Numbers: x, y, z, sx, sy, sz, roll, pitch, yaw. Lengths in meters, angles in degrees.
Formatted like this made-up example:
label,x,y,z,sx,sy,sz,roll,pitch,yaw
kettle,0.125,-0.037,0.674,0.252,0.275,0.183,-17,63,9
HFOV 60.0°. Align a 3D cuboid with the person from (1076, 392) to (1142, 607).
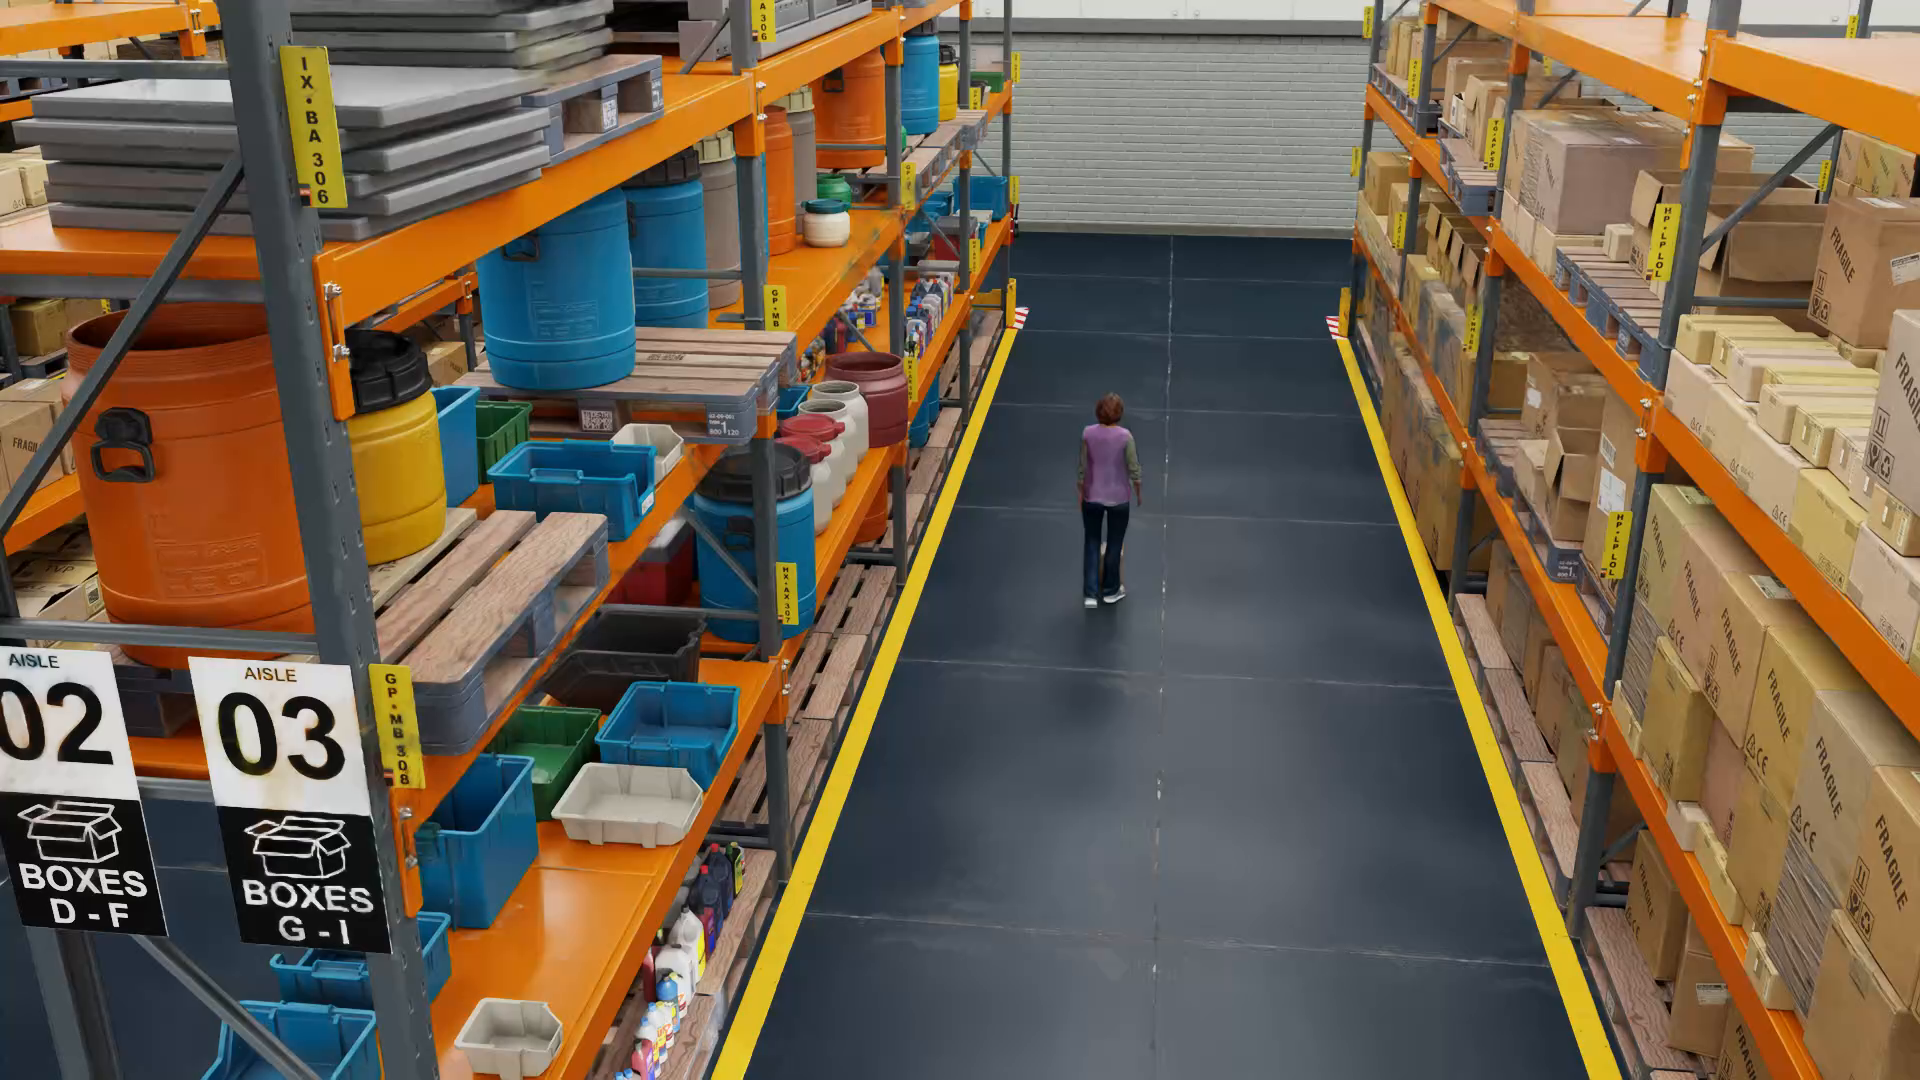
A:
label,x,y,z,sx,sy,sz,roll,pitch,yaw
person,1.057,-0.266,11.833,0.461,1.665,0.422,5,22,13
